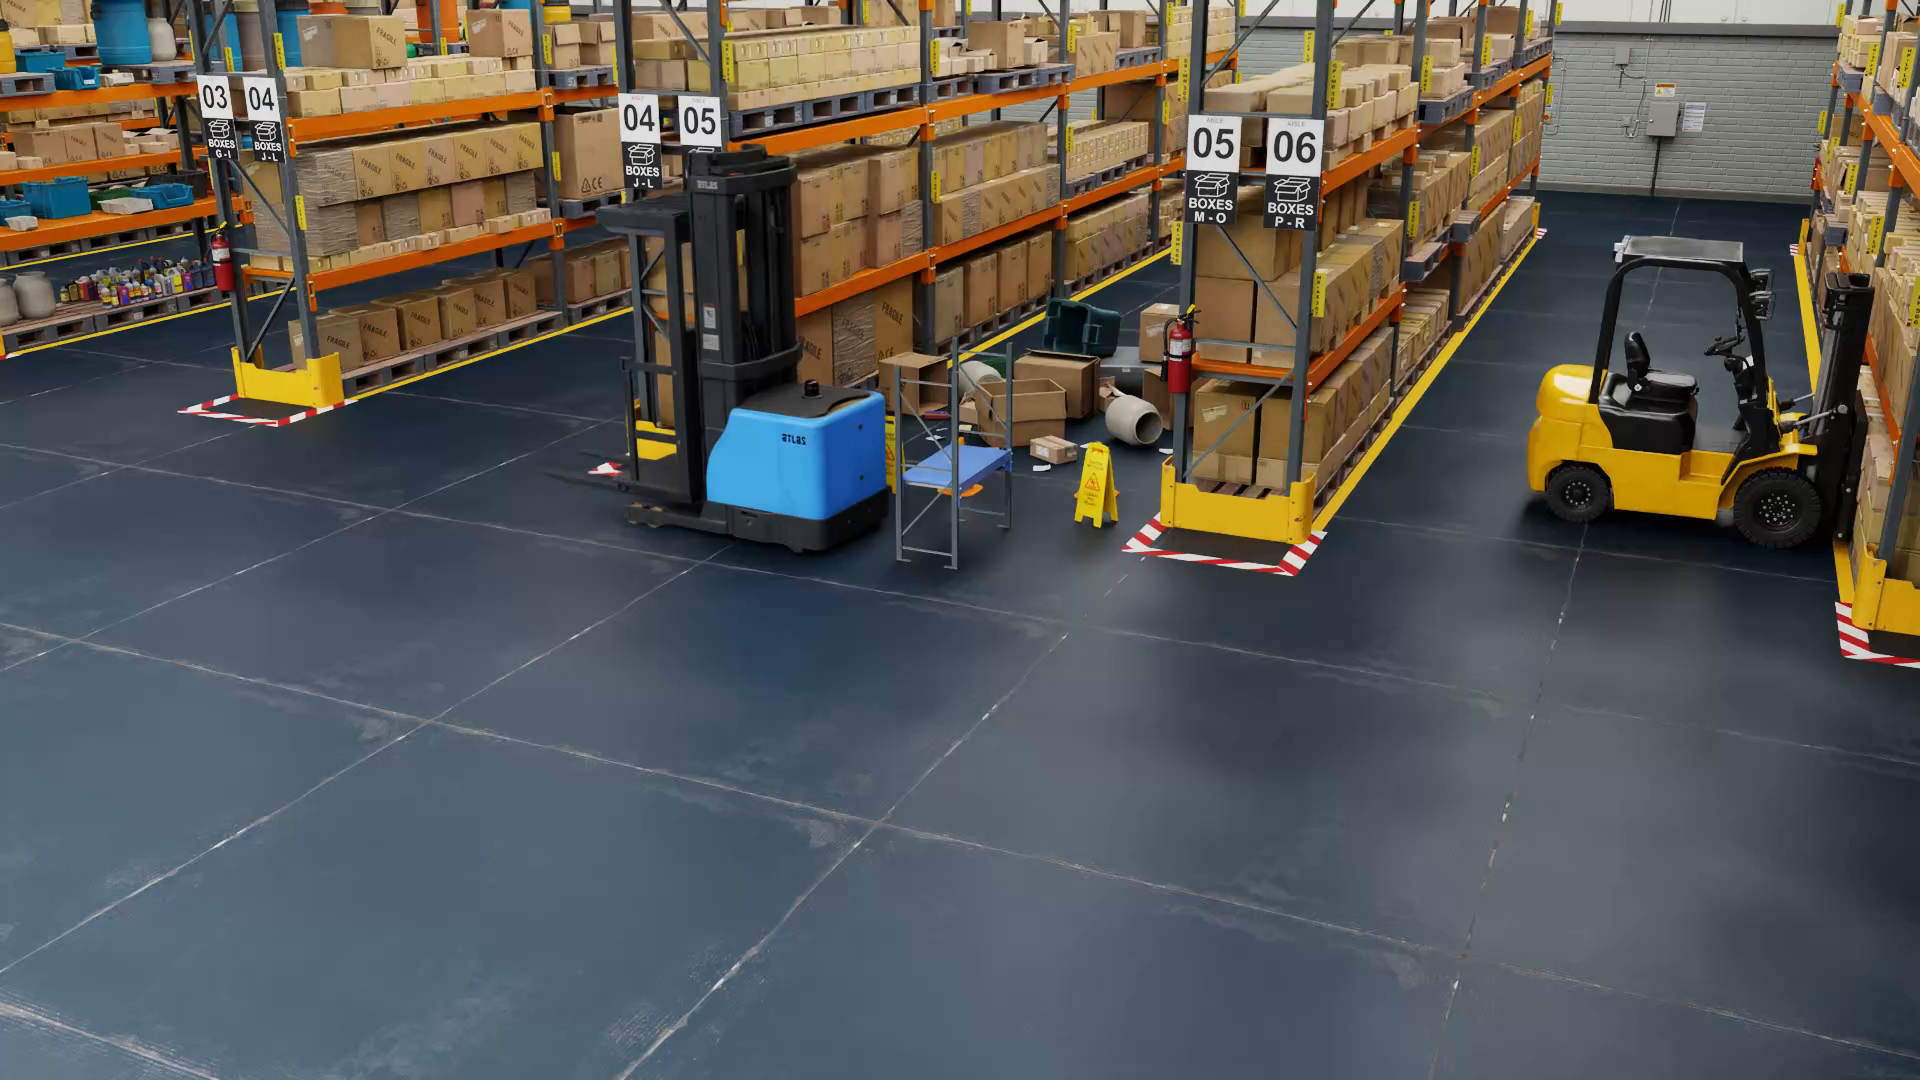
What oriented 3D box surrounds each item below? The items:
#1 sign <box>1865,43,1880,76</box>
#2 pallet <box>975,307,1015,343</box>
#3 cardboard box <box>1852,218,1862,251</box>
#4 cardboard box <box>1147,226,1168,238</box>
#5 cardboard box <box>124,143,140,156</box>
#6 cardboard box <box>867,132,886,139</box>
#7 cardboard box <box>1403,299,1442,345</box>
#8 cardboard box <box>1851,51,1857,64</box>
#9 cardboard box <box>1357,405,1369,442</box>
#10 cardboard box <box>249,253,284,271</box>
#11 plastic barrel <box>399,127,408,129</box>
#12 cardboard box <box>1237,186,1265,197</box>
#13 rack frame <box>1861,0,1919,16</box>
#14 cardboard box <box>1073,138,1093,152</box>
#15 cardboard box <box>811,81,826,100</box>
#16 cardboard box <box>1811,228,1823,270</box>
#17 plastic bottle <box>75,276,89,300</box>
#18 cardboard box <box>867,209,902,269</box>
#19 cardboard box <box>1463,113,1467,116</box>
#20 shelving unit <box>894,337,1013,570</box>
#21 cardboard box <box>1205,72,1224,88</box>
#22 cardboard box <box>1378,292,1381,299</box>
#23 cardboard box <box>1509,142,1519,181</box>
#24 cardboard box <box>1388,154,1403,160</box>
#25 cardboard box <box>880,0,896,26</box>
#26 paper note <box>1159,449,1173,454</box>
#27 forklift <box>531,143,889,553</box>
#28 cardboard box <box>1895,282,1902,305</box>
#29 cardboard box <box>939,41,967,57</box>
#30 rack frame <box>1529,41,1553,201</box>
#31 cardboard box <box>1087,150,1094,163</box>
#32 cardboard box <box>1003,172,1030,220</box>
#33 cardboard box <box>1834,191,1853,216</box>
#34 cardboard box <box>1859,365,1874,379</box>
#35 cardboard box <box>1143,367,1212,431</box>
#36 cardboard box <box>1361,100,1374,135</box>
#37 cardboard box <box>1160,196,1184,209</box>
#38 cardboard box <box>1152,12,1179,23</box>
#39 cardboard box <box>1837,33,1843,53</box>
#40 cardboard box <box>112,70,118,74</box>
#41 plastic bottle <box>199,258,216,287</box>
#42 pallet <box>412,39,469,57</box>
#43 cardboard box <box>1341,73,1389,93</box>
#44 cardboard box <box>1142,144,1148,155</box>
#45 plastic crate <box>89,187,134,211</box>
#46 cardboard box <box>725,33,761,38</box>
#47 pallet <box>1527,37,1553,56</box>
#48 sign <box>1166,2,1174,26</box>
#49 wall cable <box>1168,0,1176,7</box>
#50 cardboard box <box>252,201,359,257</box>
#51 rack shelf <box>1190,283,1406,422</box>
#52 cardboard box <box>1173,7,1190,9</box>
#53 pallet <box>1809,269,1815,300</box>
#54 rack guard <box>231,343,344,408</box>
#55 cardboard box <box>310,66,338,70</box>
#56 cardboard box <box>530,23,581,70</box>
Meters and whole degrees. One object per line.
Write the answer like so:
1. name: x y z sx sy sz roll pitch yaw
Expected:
1. sign: 9.466 -4.978 17.241 0.100 0.325 0.005 9 21 23
2. pallet: -0.020 -2.658 20.128 1.003 0.211 1.213 9 21 23
3. cardboard box: 9.118 -2.998 16.400 0.500 0.250 0.500 8 21 21
4. cardboard box: 2.953 -4.719 25.389 0.380 0.149 0.250 8 21 20
5. cardboard box: -13.118 -6.130 26.104 0.380 0.149 0.250 10 22 27
6. cardboard box: -1.542 -6.686 27.071 0.500 0.250 0.500 8 21 22
7. cardboard box: 4.895 -2.488 18.782 0.950 0.372 0.625 8 21 22
8. cardboard box: 10.697 -5.659 19.527 0.380 0.149 0.250 8 21 22
9. cardboard box: 3.374 -1.069 14.974 0.500 0.250 0.500 9 21 24
10. cardboard box: -6.959 -2.837 16.845 0.380 0.149 0.250 9 21 23
11. plastic barrel: -8.043 -5.846 24.727 0.600 0.536 0.708 9 21 23
12. cardboard box: 2.493 -2.648 13.854 0.700 0.500 0.500 8 21 22
13. rack frame: 11.598 -7.295 20.052 1.000 3.000 0.127 9 21 23
14. cardboard box: 1.560 -5.286 22.217 0.380 0.149 0.250 8 21 20
15. cardboard box: -1.454 -4.115 15.186 0.380 0.149 0.250 8 21 22
16. cardboard box: 12.088 -3.964 22.743 0.700 0.500 0.500 8 21 21
17. plastic bottle: -10.925 -3.138 20.725 0.152 0.276 0.135 9 21 23
18. cardboard box: -1.110 -3.136 17.087 0.875 0.550 0.550 9 21 23
19. cardboard box: 6.442 -5.412 22.070 0.500 0.500 0.500 8 21 22
20. shelving unit: -0.035 -0.681 12.644 0.538 1.500 1.048 9 21 23
21. cardboard box: 3.981 -7.349 27.072 0.500 0.500 0.500 8 21 21
22. cardboard box: 3.665 -2.298 15.330 0.380 0.149 0.250 9 21 23
23. cardboard box: 7.499 -5.303 23.255 0.500 0.500 0.500 9 22 24
24. cardboard box: 4.828 -4.045 18.646 0.500 0.500 0.500 10 22 25
25. cardboard box: -1.483 -8.625 27.343 0.700 0.500 0.500 10 22 25
26. paper note: 1.901 -0.821 15.232 0.142 0.019 0.148 1 20 4
27. forklift: -2.115 -1.619 13.146 3.031 2.935 1.130 10 22 27
28. cardboard box: 7.300 -1.845 12.561 0.380 0.149 0.250 8 21 22
29. cardboard box: -0.248 -5.534 18.932 0.500 0.311 0.500 8 21 21
30. rack frame: 8.706 -6.371 26.408 1.000 3.000 0.127 9 21 23
31. cardboard box: 1.572 -5.156 22.295 0.380 0.149 0.250 9 21 23
32. cardboard box: 0.523 -4.142 19.989 0.500 0.500 0.500 8 21 22
33. cardboard box: 10.097 -3.740 18.606 0.500 0.250 0.500 8 21 20
34. cardboard box: 7.838 -1.292 14.109 0.500 0.250 0.500 8 21 22
35. cardboard box: 2.112 -1.386 16.115 0.500 0.500 0.500 -9 22 -24
36. cardboard box: 3.007 -3.394 13.339 0.500 0.250 0.500 9 22 24
37. cardboard box: 3.331 -5.318 26.187 0.380 0.149 0.250 9 21 24
38. cardboard box: 3.044 -7.782 24.779 0.380 0.149 0.250 8 21 22
39. cardboard box: 12.805 -7.076 23.692 0.500 0.250 0.500 8 21 22
40. cardboard box: -15.915 -8.609 30.956 0.500 0.250 0.500 9 21 24
41. plastic bottle: -9.768 -3.465 21.533 0.144 0.351 0.185 8 21 21
42. pallet: -7.727 -7.510 25.414 1.003 0.211 1.213 9 21 23
43. cardboard box: 3.392 -3.841 14.001 0.380 0.149 0.250 9 21 23
44. cardboard box: 2.529 -5.728 24.346 0.380 0.149 0.250 8 21 21
45. plastic crate: -10.581 -4.266 20.805 0.450 0.188 0.662 9 21 23
46. cardboard box: -2.054 -4.582 15.309 0.380 0.149 0.250 8 21 22
47. pallet: 8.412 -7.515 25.278 1.003 0.211 1.213 9 21 23
48. sign: 3.018 -7.564 23.926 0.100 0.325 0.005 9 21 23
49. wall cable: 5.125 -13.329 32.217 2.277 5.999 0.120 9 21 23
50. cardboard box: -6.637 -3.192 16.874 0.875 0.500 0.500 9 21 23
51. rack shelf: 2.973 -1.753 14.494 1.077 0.370 4.000 9 21 23
52. cardboard box: 3.510 -8.569 26.995 0.380 0.149 0.250 9 21 23
53. pallet: 11.880 -3.365 22.115 1.003 0.211 1.213 9 21 23
54. rack guard: -6.856 -1.685 16.962 1.175 0.500 0.348 9 21 23
55. cardboard box: -6.536 -4.799 17.138 0.380 0.149 0.250 9 21 23
56. cardboard box: -4.966 -5.853 19.692 0.797 0.503 0.637 7 21 20
